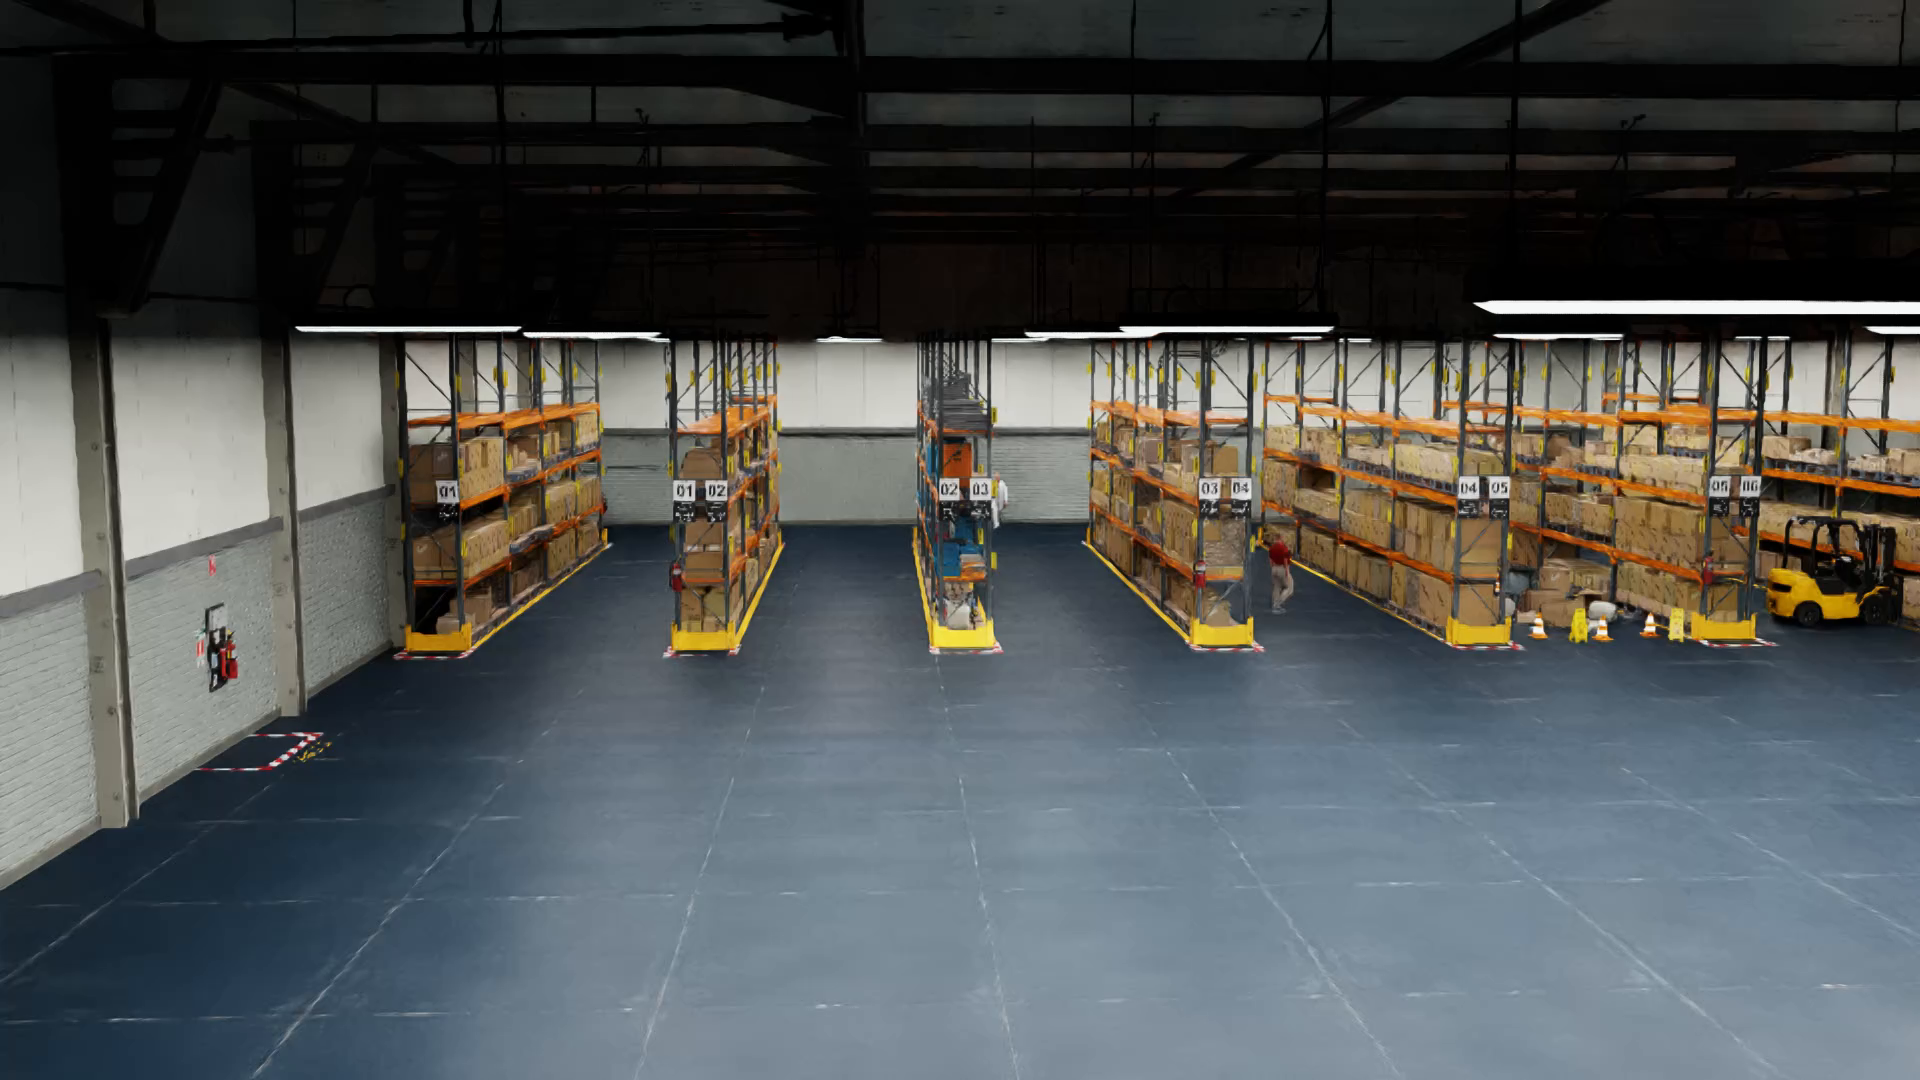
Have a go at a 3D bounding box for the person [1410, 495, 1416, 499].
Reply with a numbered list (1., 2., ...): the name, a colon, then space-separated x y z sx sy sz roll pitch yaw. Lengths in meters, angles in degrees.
1. person: 12.379 -0.446 45.513 0.415 1.603 0.504 -4 8 -30

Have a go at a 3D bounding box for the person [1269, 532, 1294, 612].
1. person: 6.803 0.699 35.401 0.460 1.724 0.580 -4 8 -30

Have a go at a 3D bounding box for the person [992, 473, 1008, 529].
1. person: 1.183 -1.126 51.654 0.600 1.532 1.111 0 7 -4
